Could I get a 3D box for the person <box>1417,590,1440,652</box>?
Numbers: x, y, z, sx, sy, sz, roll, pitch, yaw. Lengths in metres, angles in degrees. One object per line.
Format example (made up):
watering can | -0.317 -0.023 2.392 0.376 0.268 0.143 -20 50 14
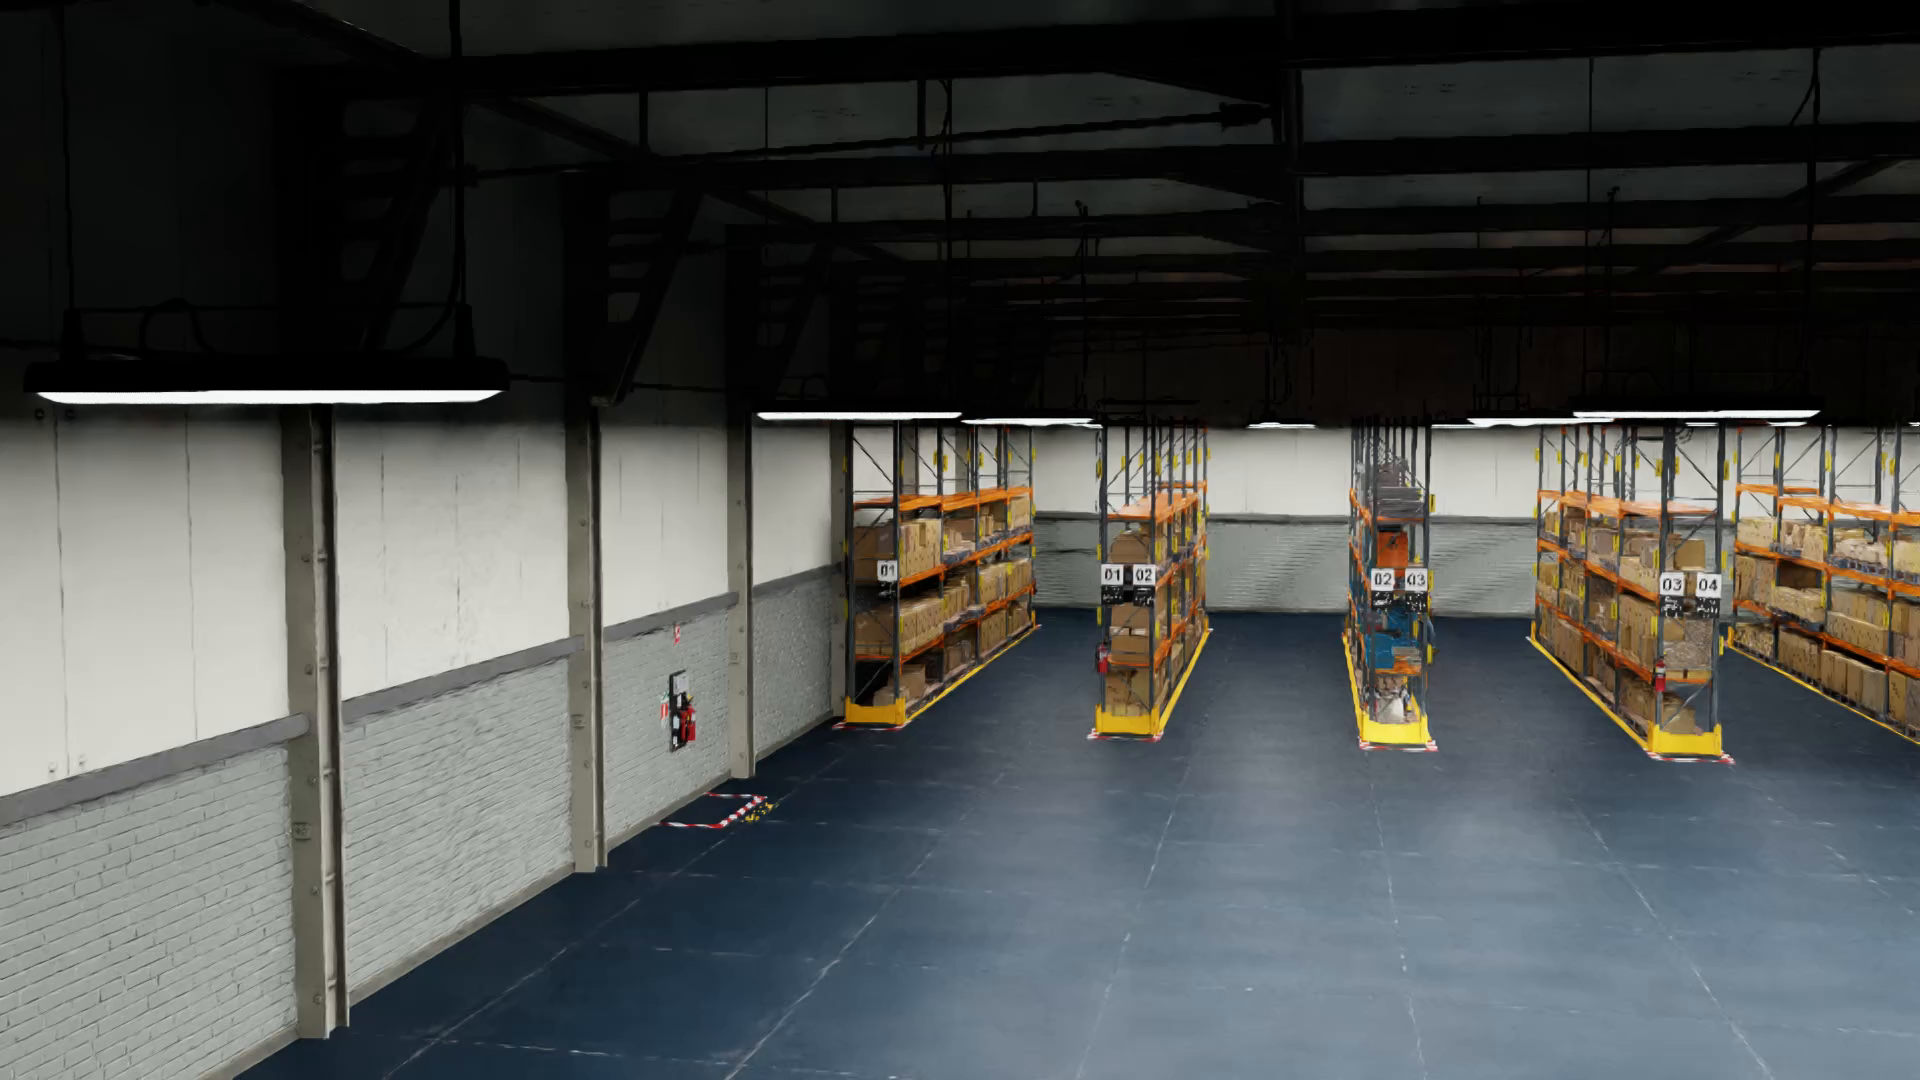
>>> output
person | 11.874 2.021 42.742 0.704 1.702 0.828 0 4 -7
